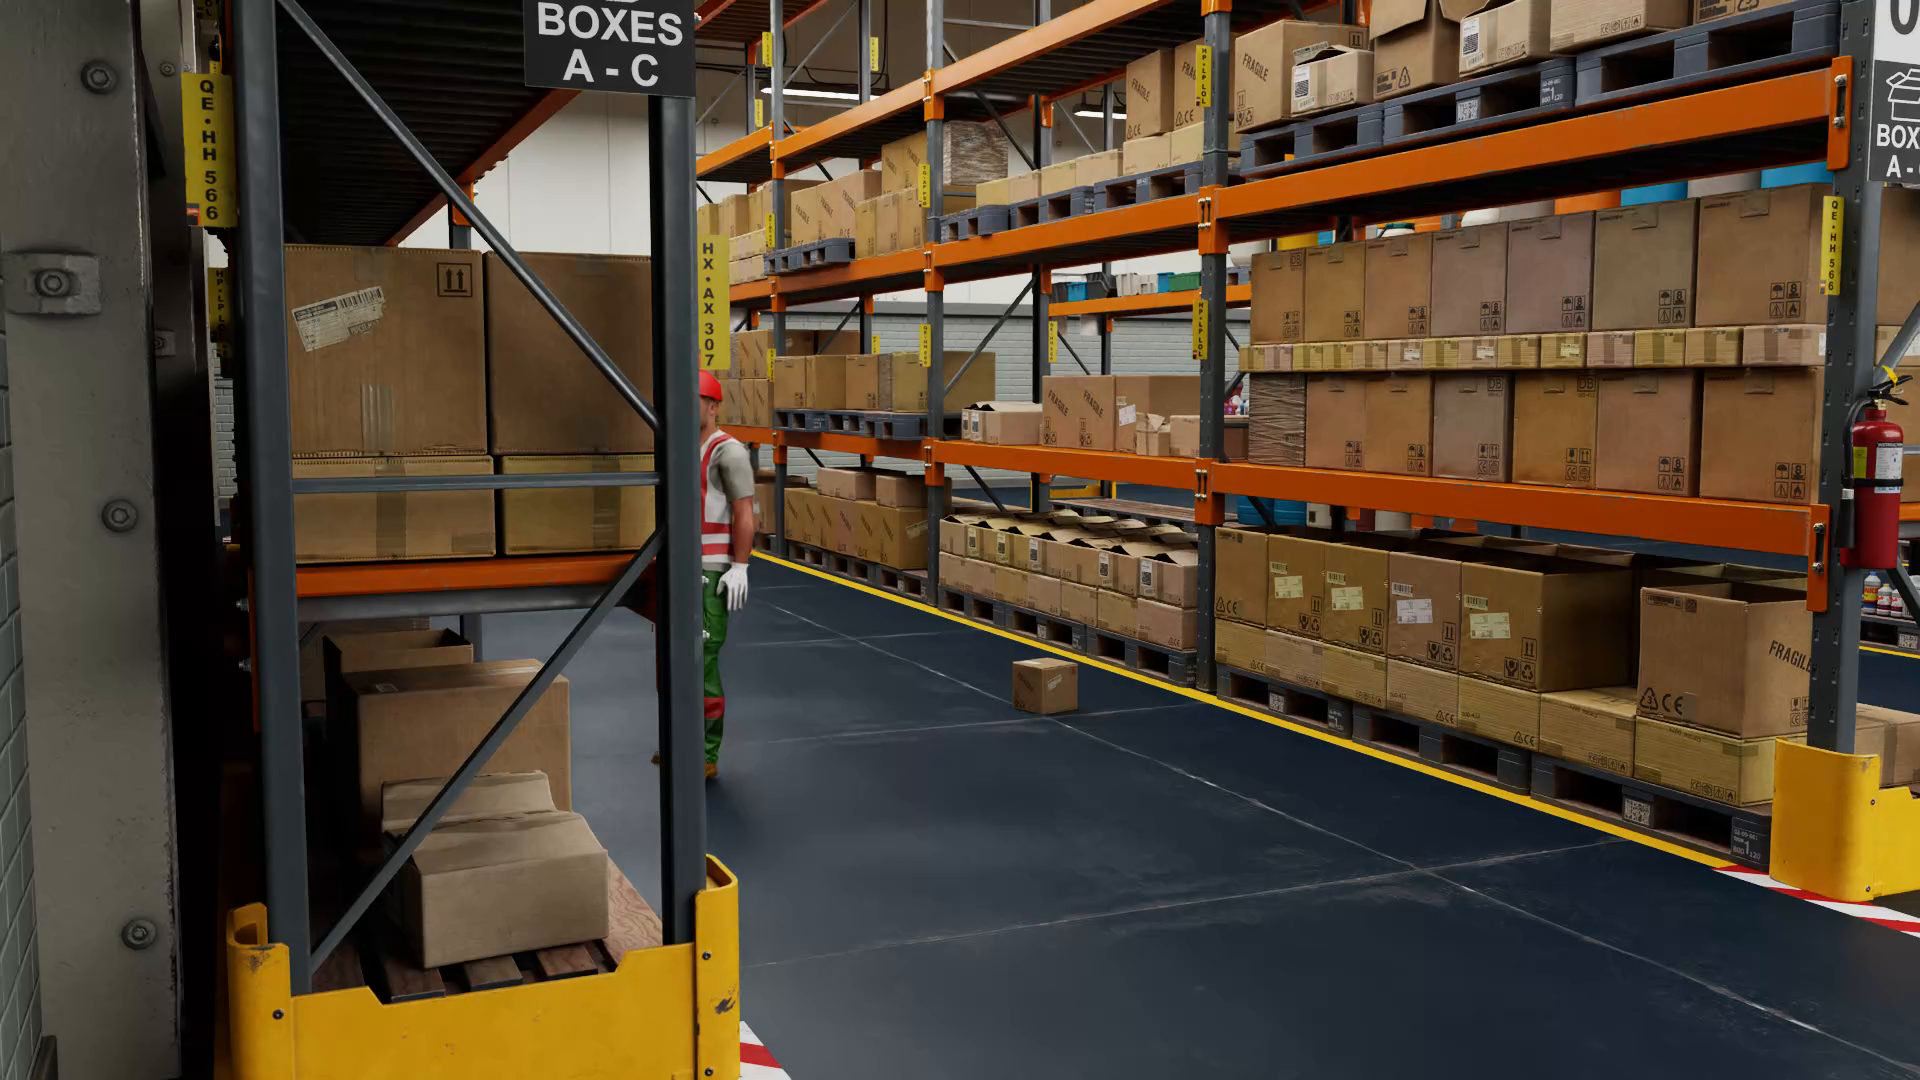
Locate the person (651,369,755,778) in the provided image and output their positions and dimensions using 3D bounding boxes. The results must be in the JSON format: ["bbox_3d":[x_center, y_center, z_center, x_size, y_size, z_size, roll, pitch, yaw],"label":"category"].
[{"bbox_3d":[-1.224,0.151,7.353,0.586,1.805,0.500,5,7,41],"label":"person"}]
